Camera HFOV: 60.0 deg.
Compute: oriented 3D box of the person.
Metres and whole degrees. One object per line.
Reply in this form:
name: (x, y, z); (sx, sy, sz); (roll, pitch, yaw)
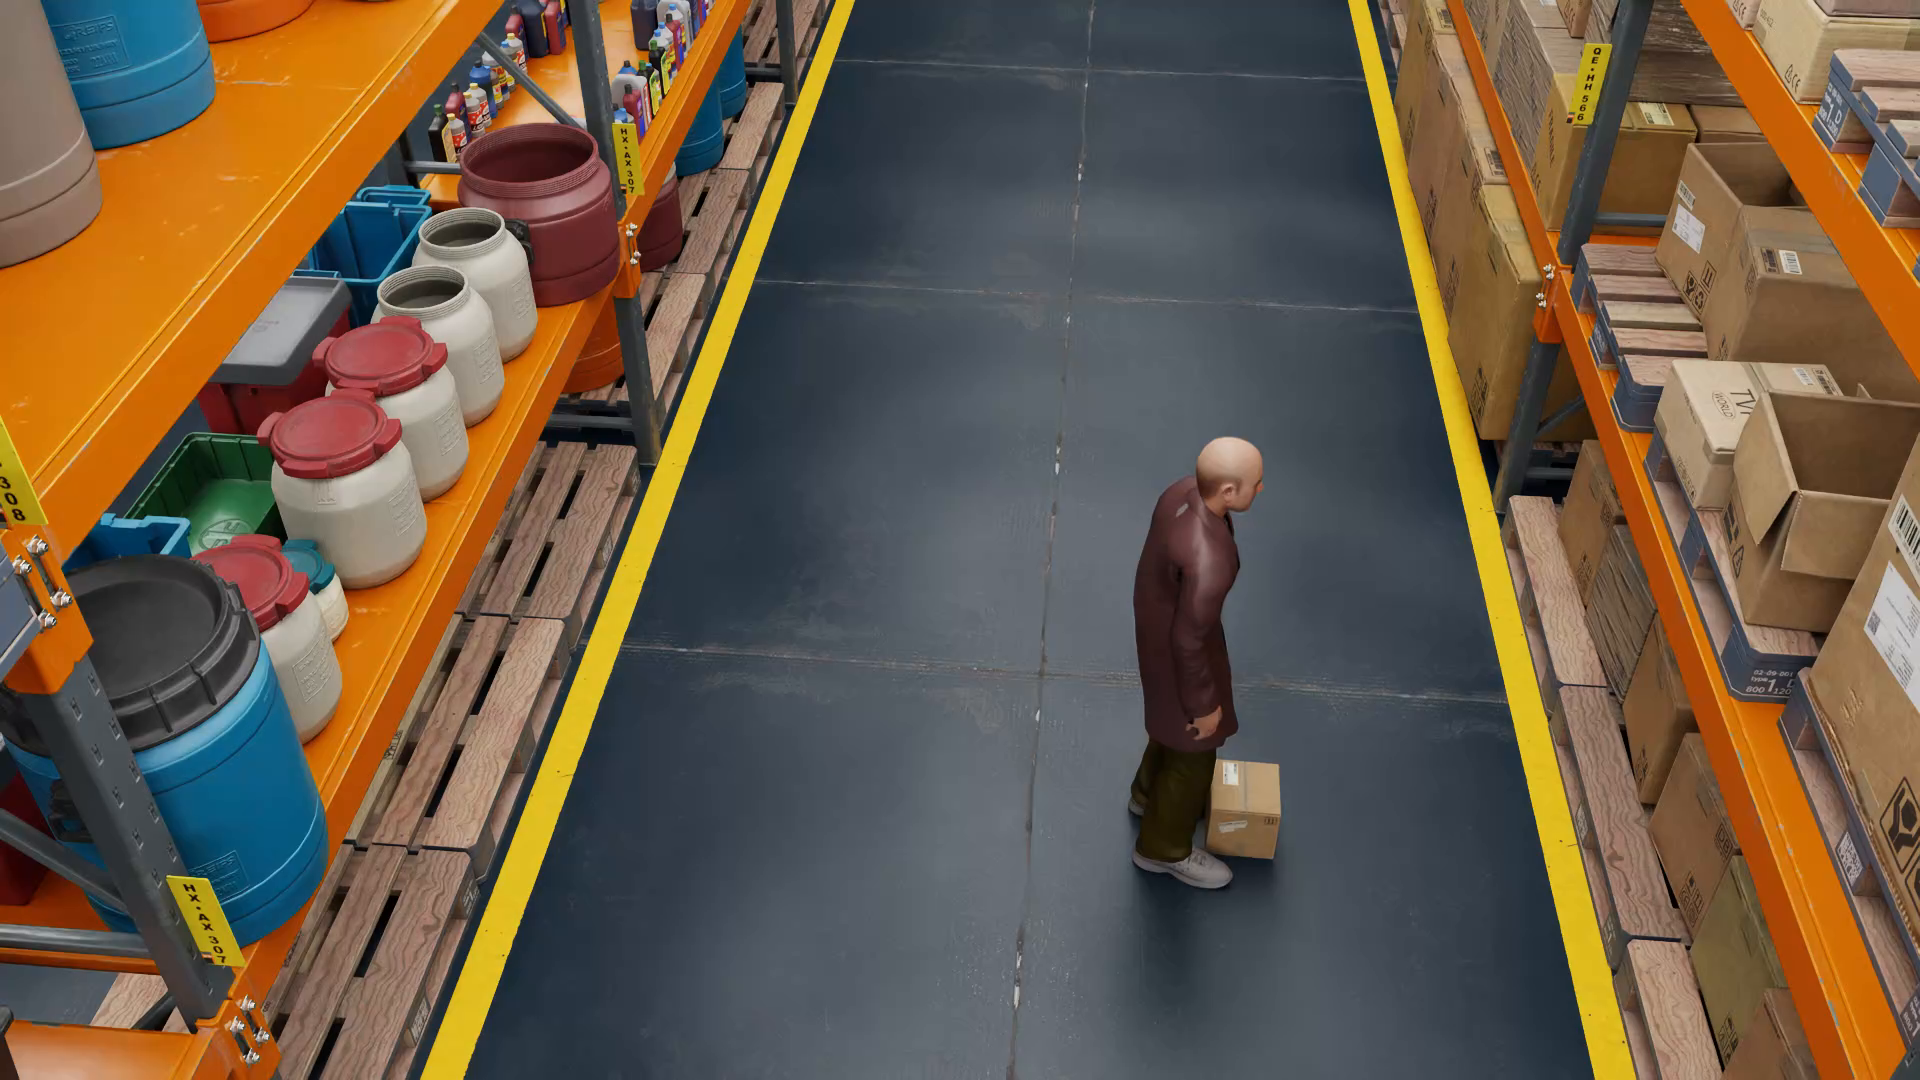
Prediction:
person: (0.794, 0.395, 5.690); (0.429, 1.772, 0.644); (1, 40, 1)
